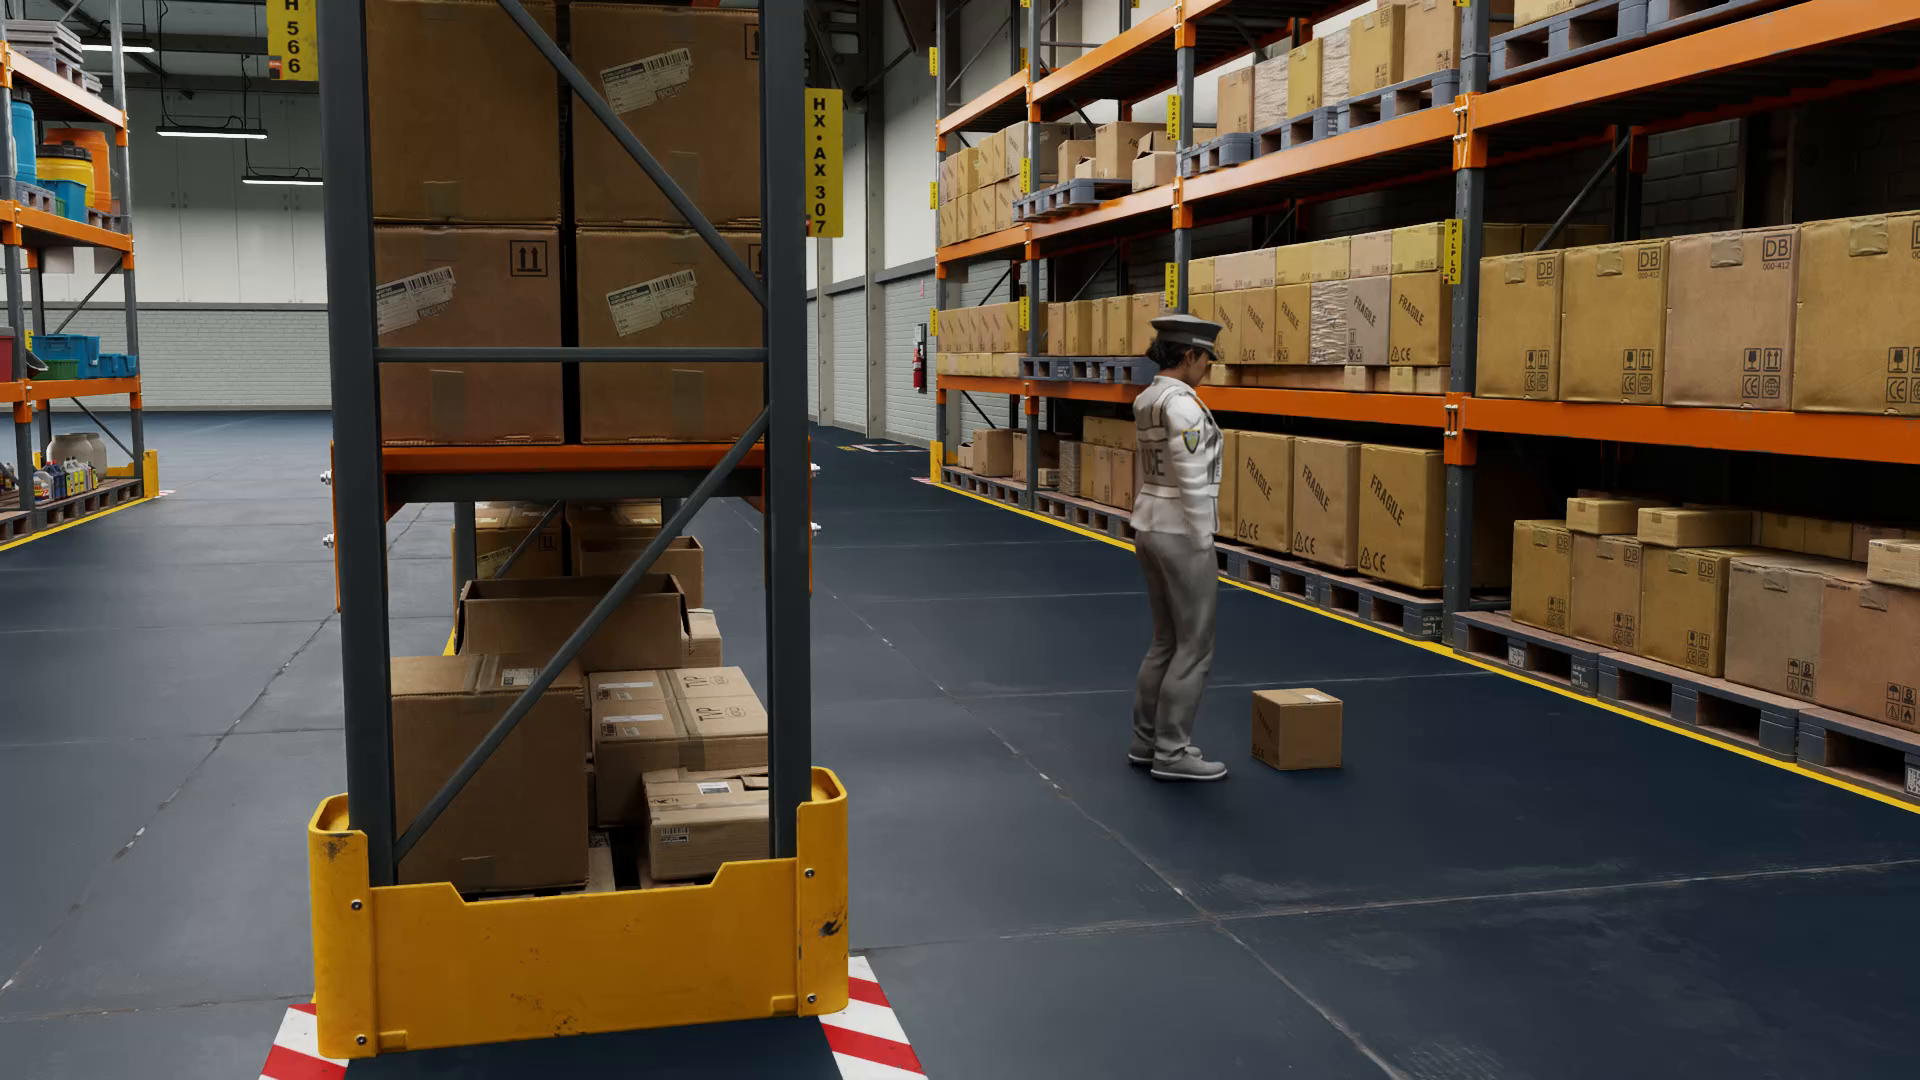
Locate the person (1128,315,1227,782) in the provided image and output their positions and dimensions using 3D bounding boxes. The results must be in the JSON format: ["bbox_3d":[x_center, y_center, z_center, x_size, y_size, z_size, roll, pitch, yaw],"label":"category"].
[{"bbox_3d":[0.787,0.021,6.032,0.327,1.662,0.473,-1,6,-13],"label":"person"}]
